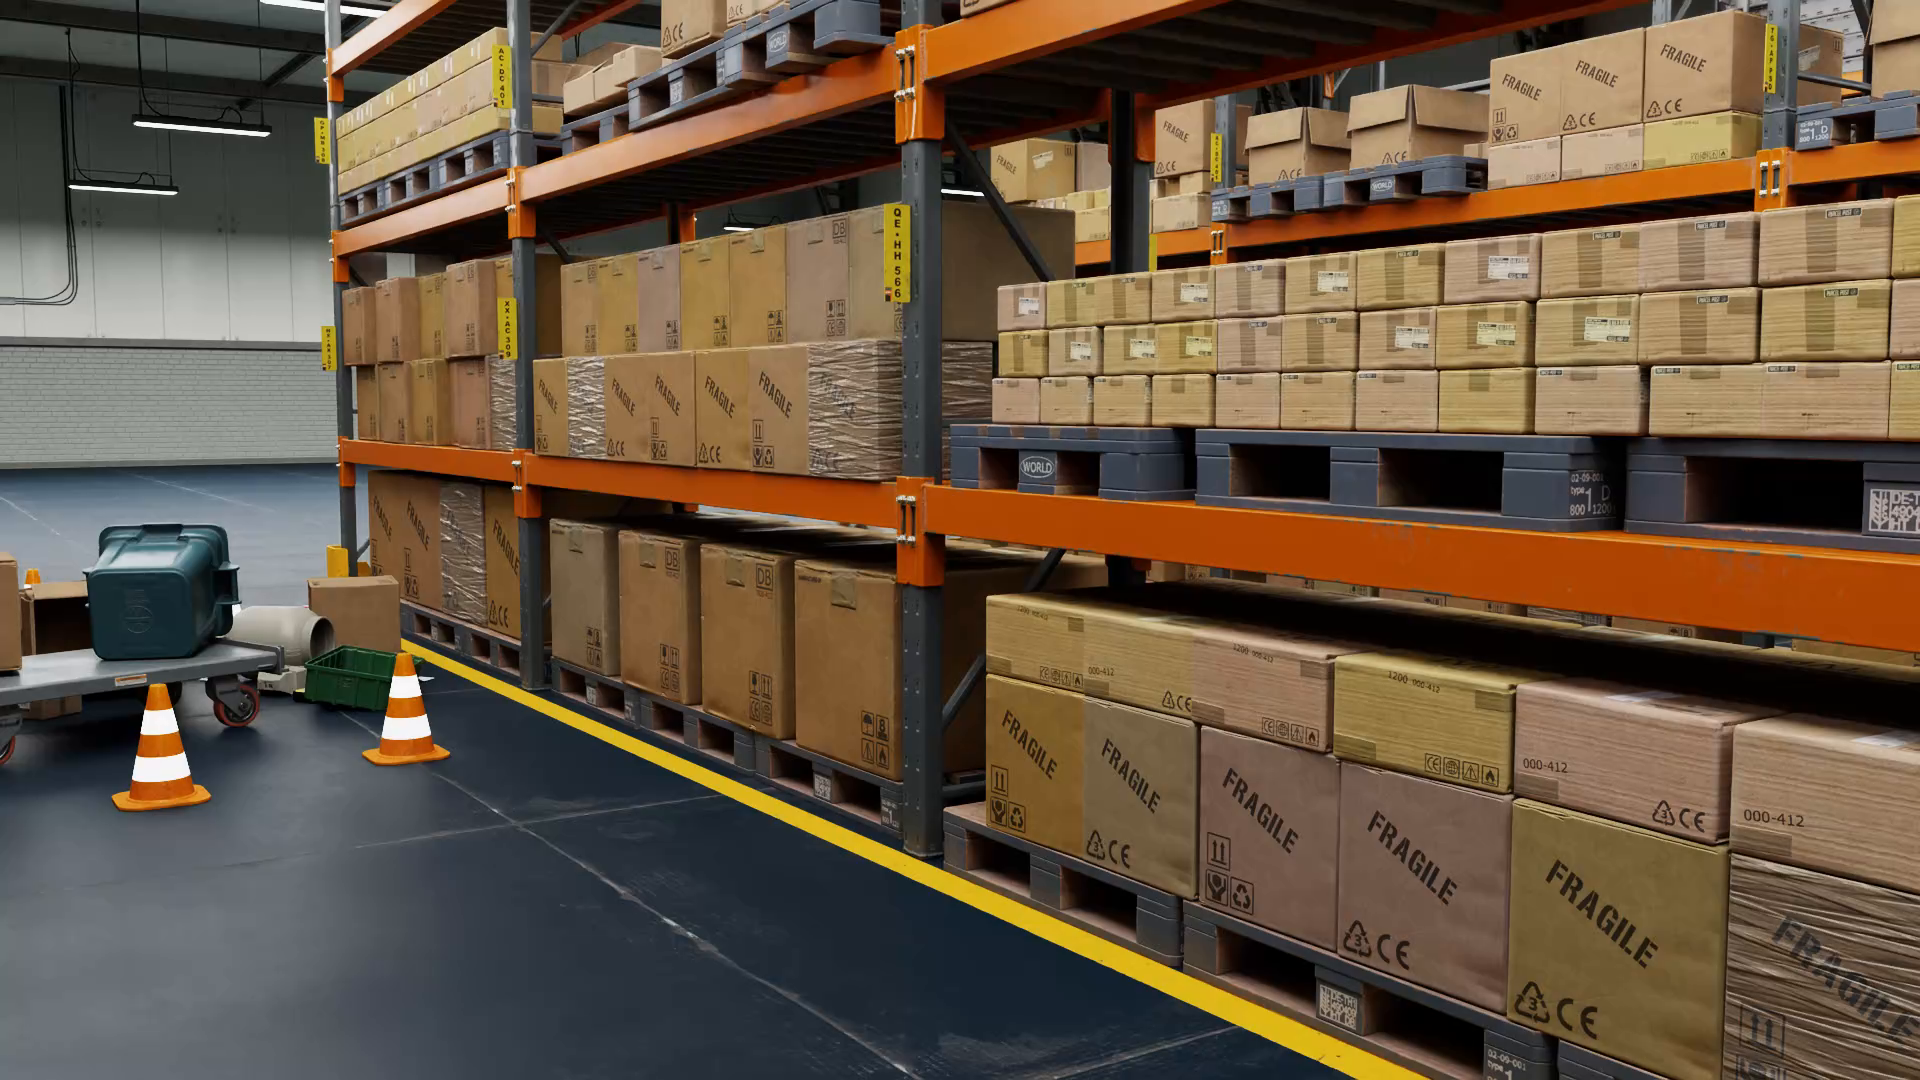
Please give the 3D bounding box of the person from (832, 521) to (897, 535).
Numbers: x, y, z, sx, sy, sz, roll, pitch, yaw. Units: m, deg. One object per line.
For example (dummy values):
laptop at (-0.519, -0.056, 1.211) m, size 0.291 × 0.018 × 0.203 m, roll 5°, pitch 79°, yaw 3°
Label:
person at (-0.514, 0.034, 9.985) m, size 0.530 × 1.457 × 0.671 m, roll -5°, pitch 7°, yaw -44°
